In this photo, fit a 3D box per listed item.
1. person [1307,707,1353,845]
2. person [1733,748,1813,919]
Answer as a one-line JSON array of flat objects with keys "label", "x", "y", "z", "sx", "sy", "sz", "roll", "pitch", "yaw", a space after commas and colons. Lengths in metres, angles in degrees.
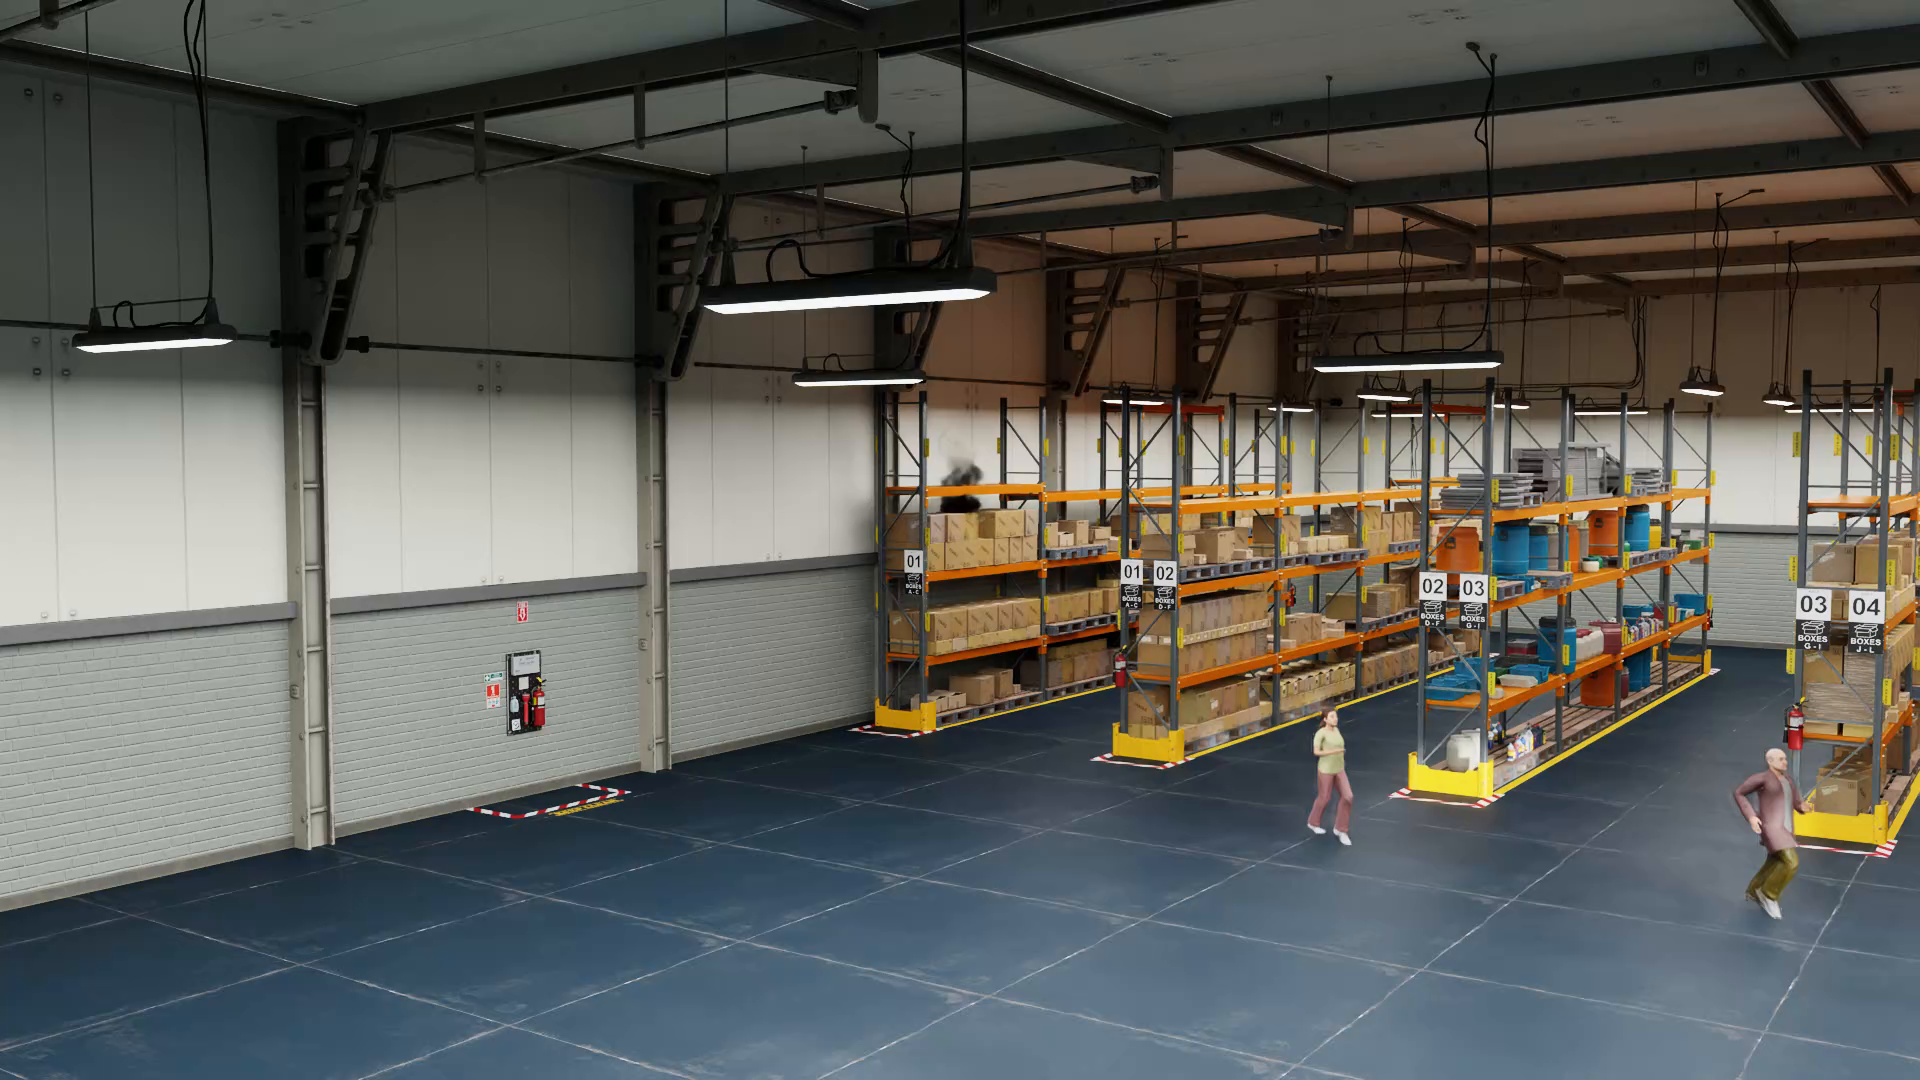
[{"label": "person", "x": 4.704, "y": 2.987, "z": 21.184, "sx": 0.560, "sy": 1.723, "sz": 0.694, "roll": -2, "pitch": 4, "yaw": -28}, {"label": "person", "x": 8.731, "y": 3.178, "z": 17.774, "sx": 0.673, "sy": 1.708, "sz": 0.768, "roll": -2, "pitch": 4, "yaw": -31}]
